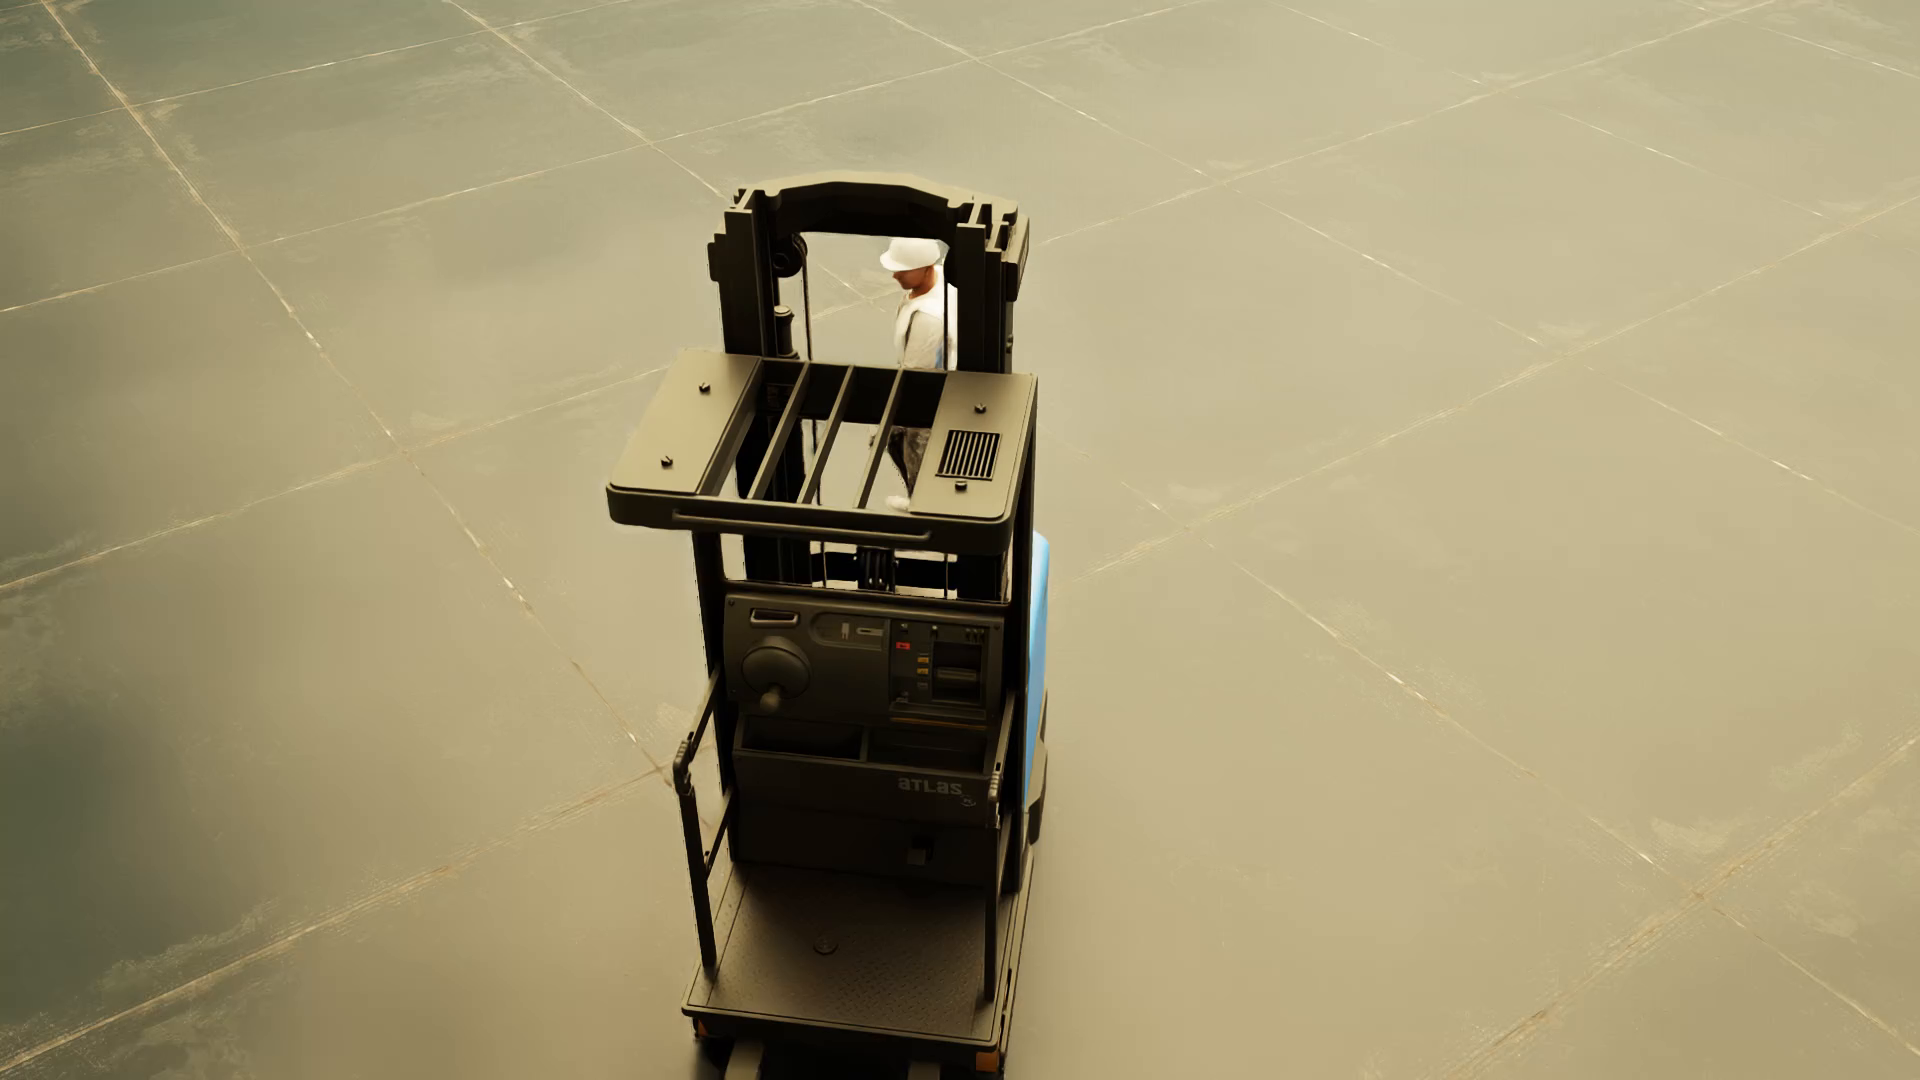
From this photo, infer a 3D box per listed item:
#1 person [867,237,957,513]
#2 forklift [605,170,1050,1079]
[{"bbox_3d":[-0.186,-0.700,7.900,0.514,1.752,0.698,-1,36,-2],"label":"person"},{"bbox_3d":[-0.349,0.469,5.311,1.130,2.935,3.031,5,37,7],"label":"forklift"}]
